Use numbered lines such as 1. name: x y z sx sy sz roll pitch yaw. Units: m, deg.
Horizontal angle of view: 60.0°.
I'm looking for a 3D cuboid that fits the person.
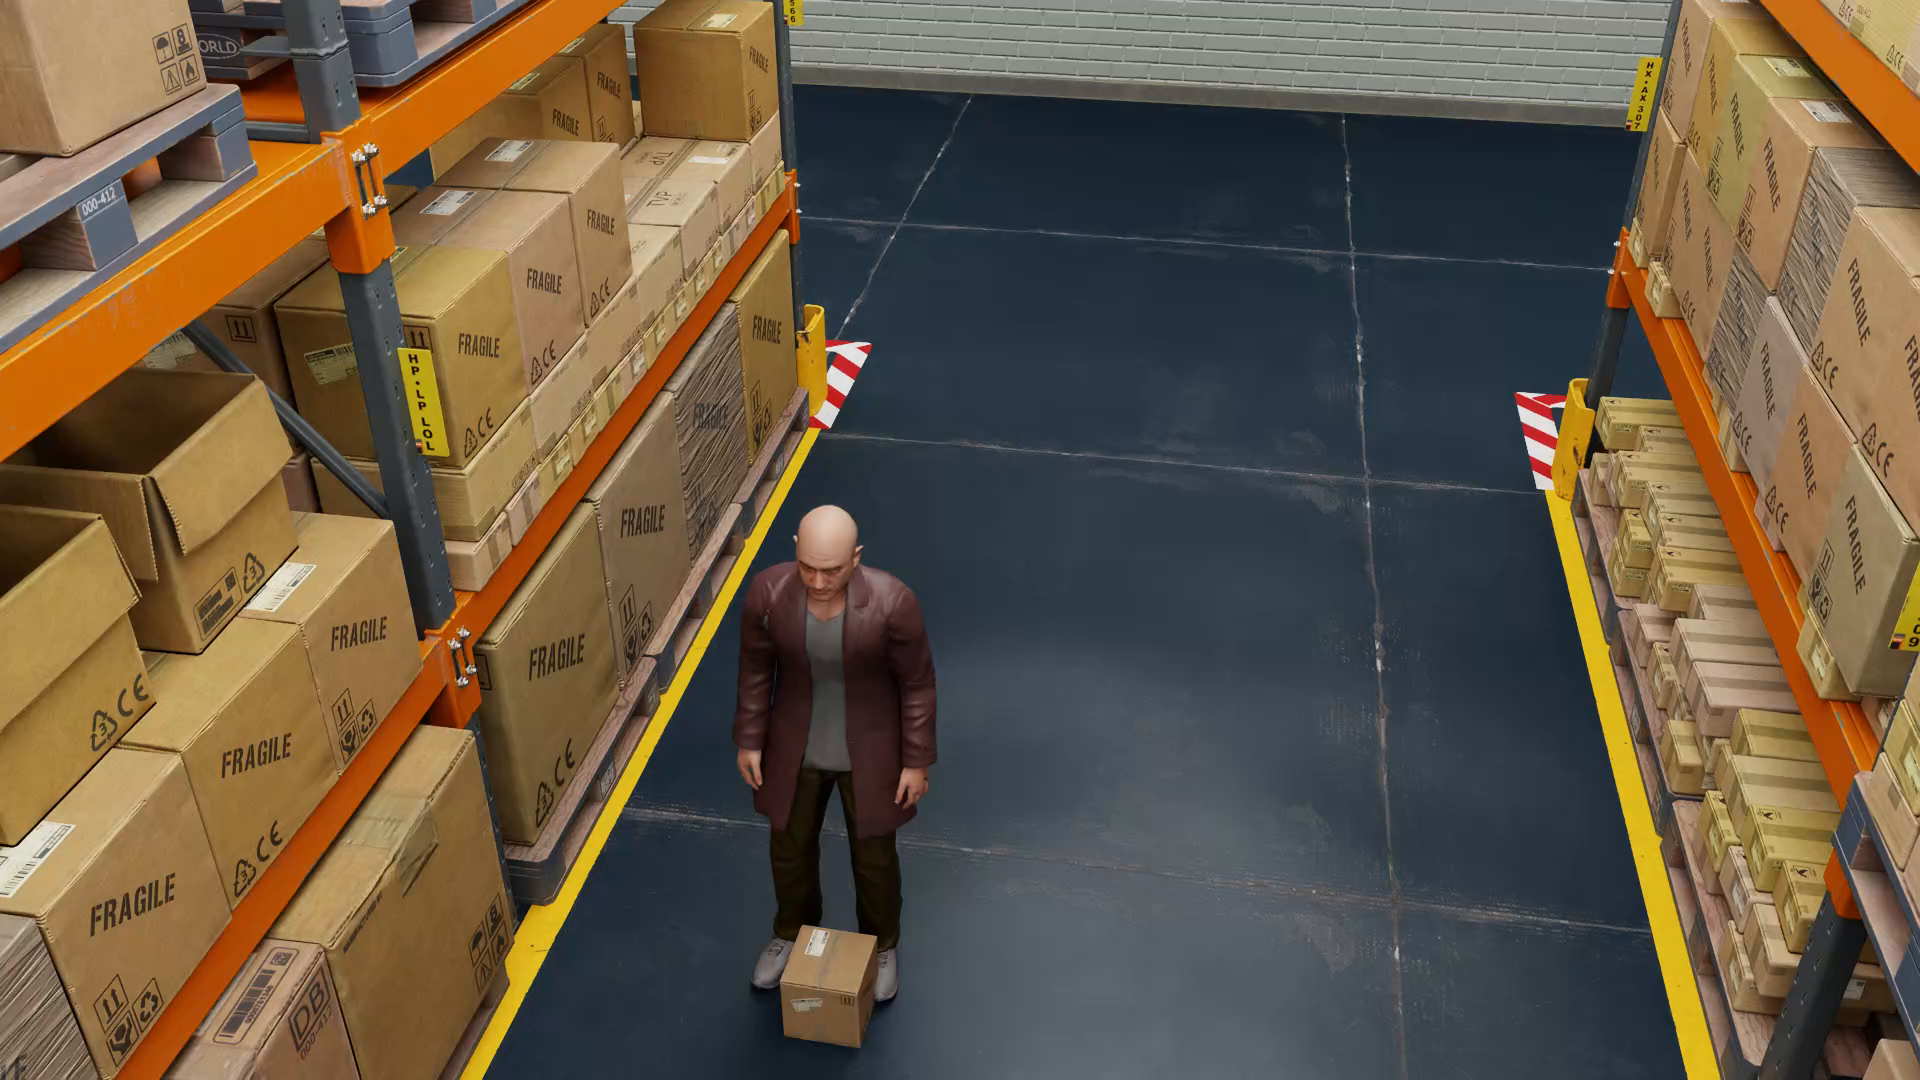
1. person: -0.384 0.648 5.111 0.644 1.774 0.425 5 32 9
